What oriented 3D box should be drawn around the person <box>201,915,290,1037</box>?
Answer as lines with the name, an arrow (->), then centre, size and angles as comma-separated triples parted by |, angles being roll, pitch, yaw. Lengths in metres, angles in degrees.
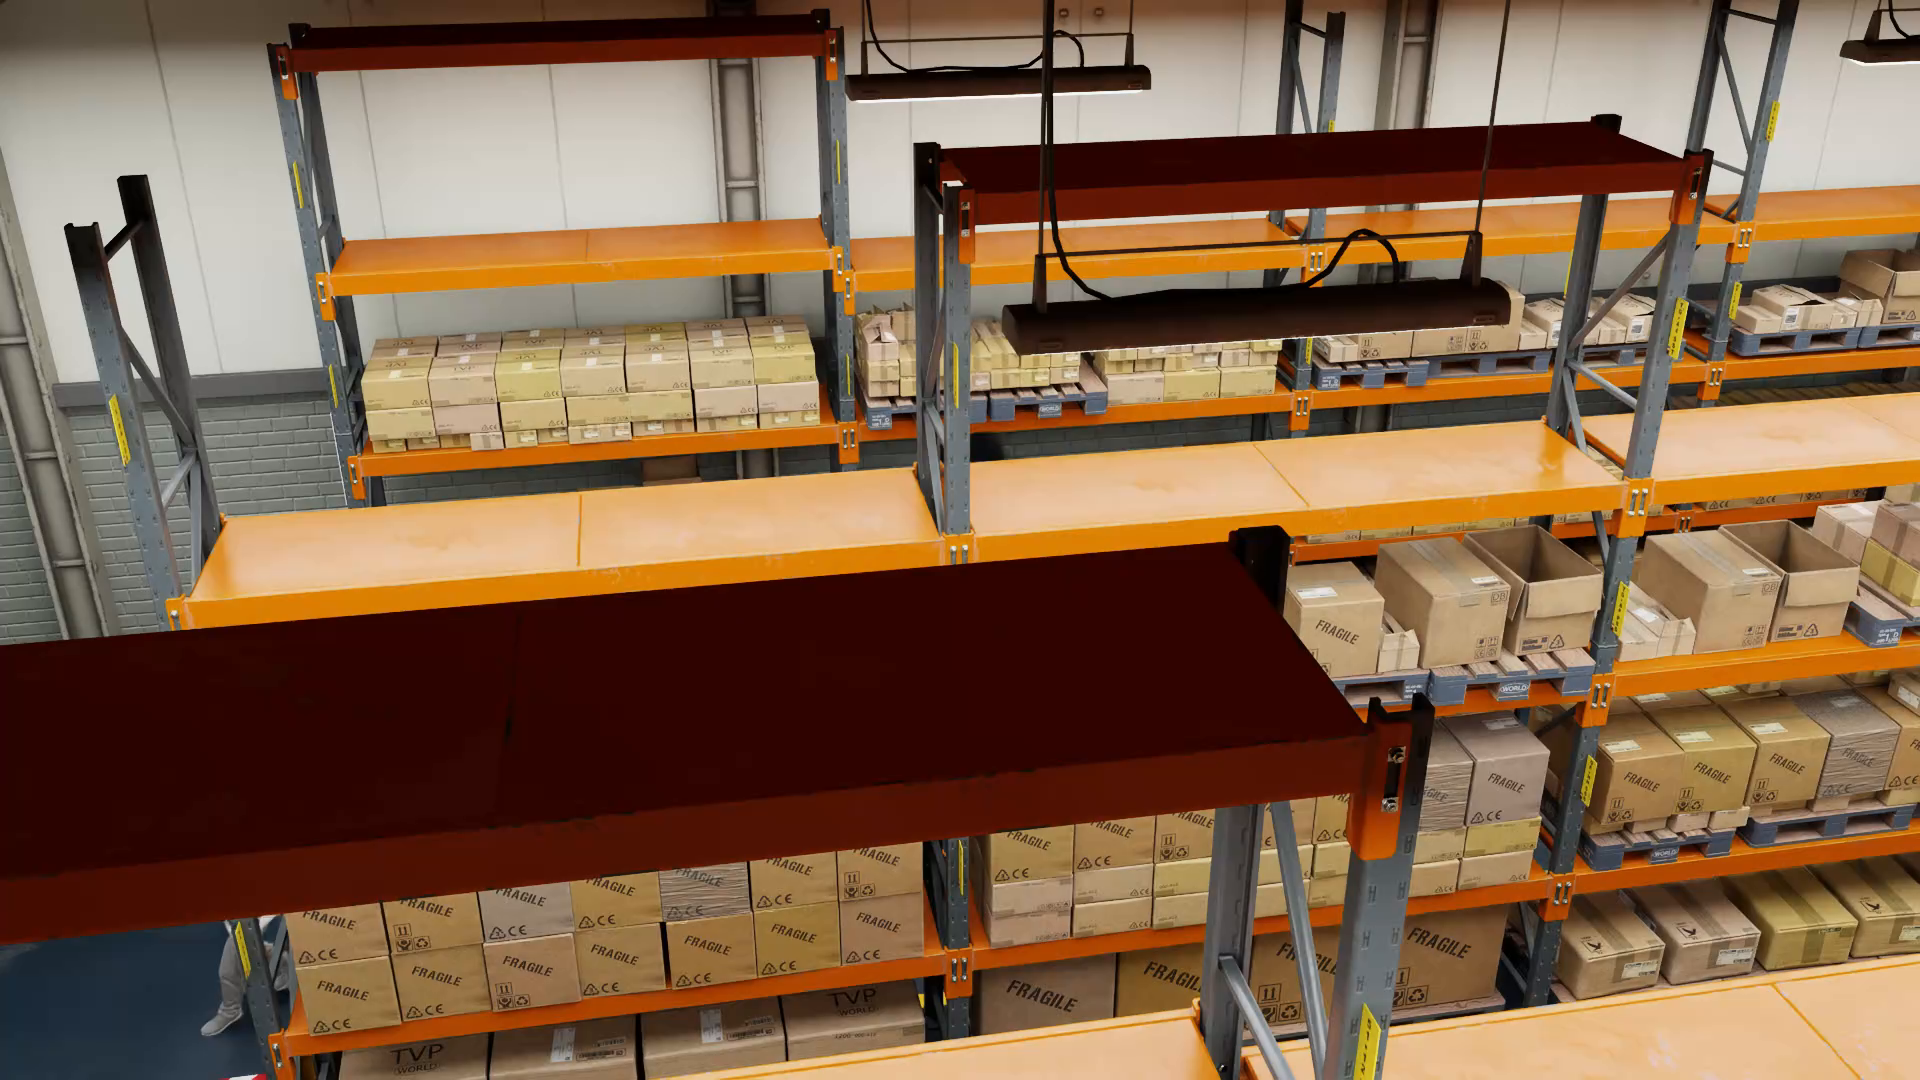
person -> -4.776, 2.564, 11.068 | 0.754, 1.698, 0.670 | -20, 32, -35
